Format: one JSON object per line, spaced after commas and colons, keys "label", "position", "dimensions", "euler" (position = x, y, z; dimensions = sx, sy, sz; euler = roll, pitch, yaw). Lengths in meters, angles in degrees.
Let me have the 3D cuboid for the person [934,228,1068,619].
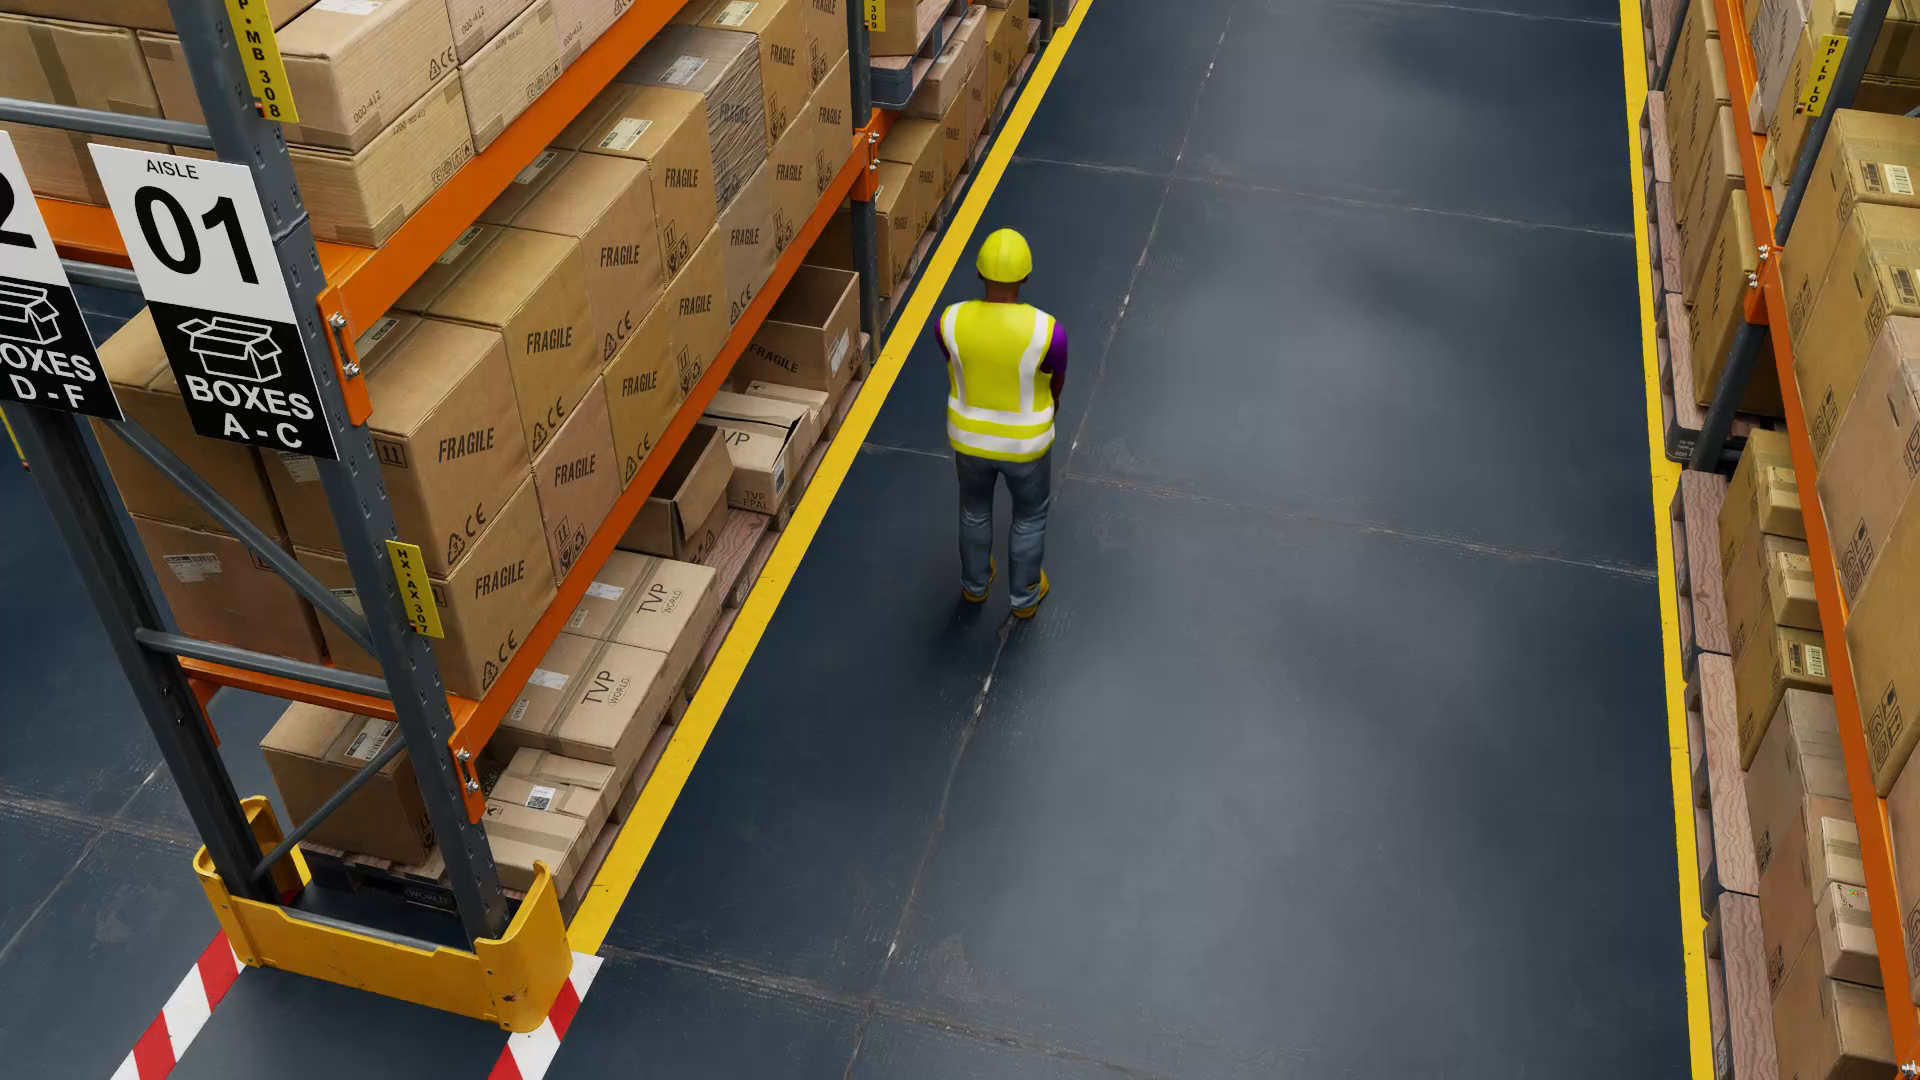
{"label": "person", "position": [0.177, -0.479, 6.702], "dimensions": [0.505, 1.756, 0.575], "euler": [9, 42, 11]}
